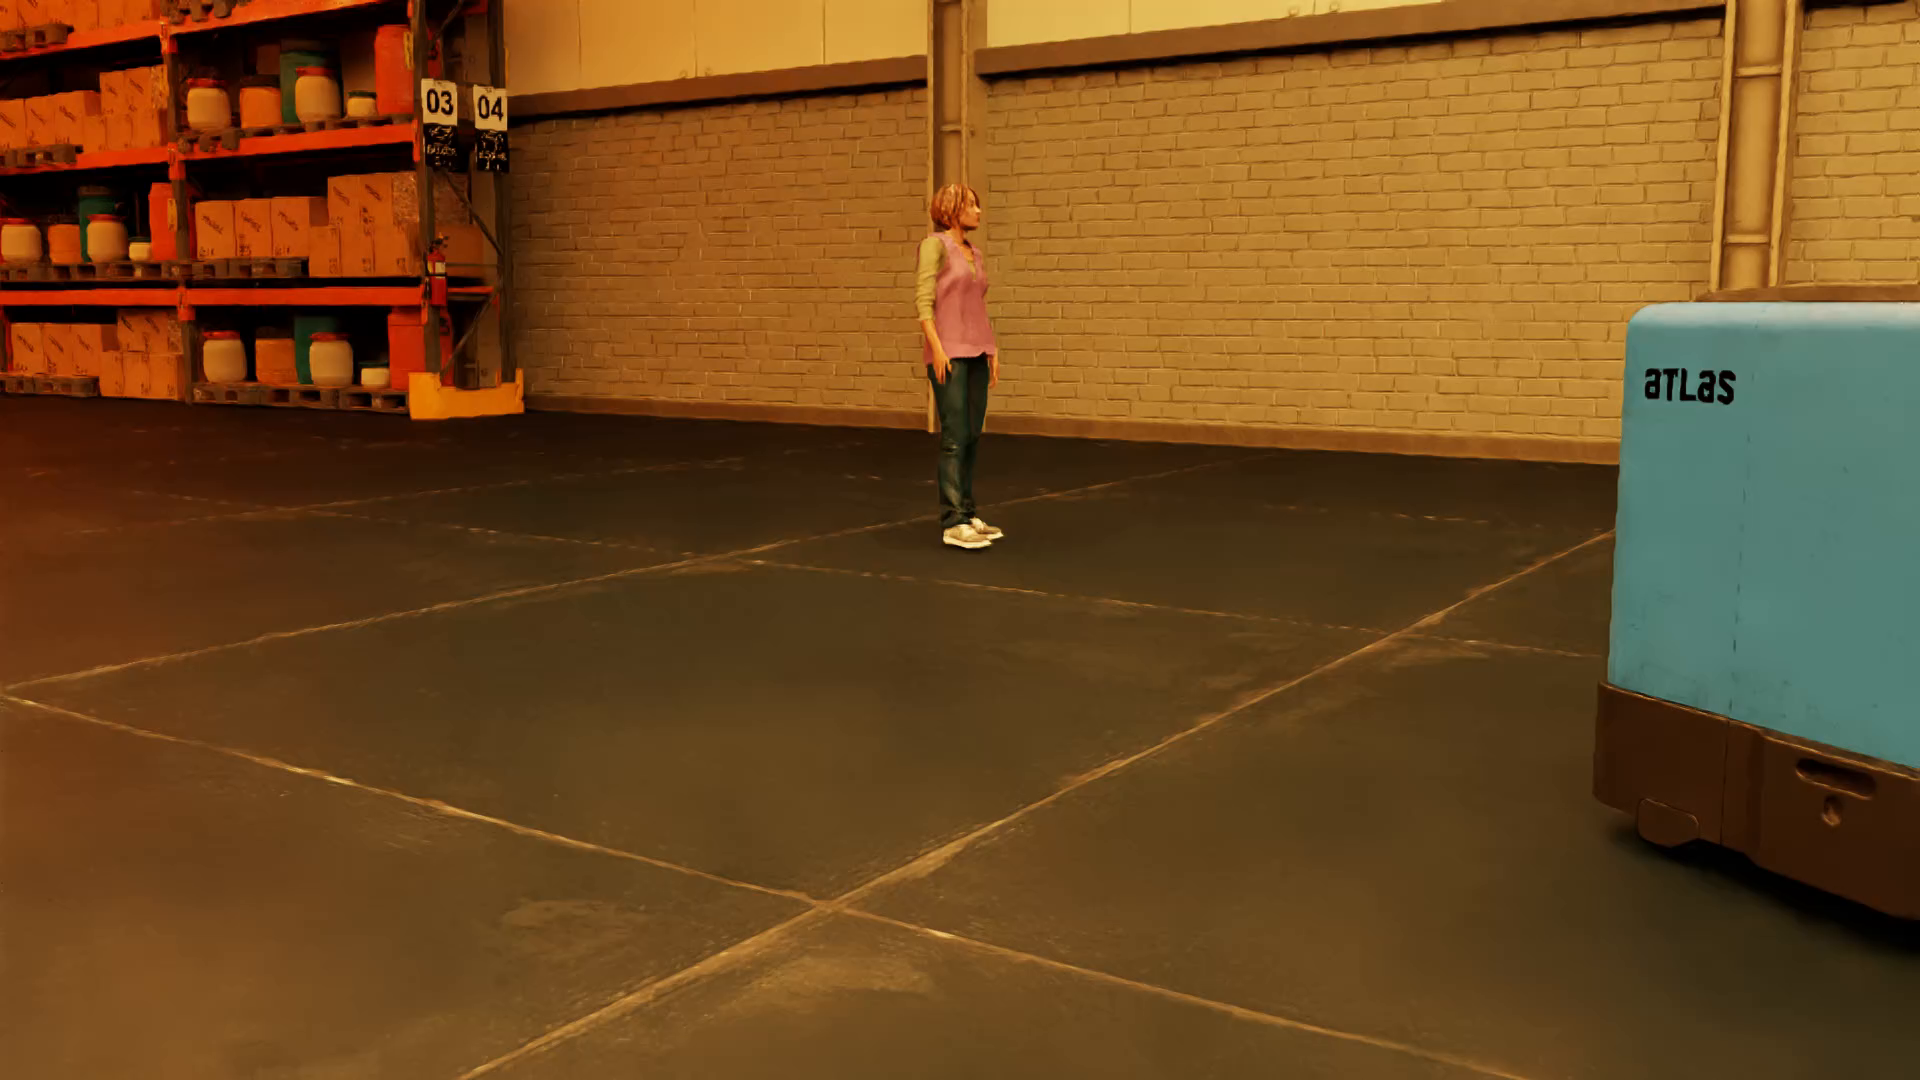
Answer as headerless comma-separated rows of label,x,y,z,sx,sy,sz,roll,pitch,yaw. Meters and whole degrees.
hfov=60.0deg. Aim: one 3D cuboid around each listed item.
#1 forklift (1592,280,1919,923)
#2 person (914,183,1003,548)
forklift,2.356,-0.695,2.083,1.130,2.935,3.031,-4,9,-24
person,0.054,-0.790,7.438,0.474,1.597,0.520,5,10,34
